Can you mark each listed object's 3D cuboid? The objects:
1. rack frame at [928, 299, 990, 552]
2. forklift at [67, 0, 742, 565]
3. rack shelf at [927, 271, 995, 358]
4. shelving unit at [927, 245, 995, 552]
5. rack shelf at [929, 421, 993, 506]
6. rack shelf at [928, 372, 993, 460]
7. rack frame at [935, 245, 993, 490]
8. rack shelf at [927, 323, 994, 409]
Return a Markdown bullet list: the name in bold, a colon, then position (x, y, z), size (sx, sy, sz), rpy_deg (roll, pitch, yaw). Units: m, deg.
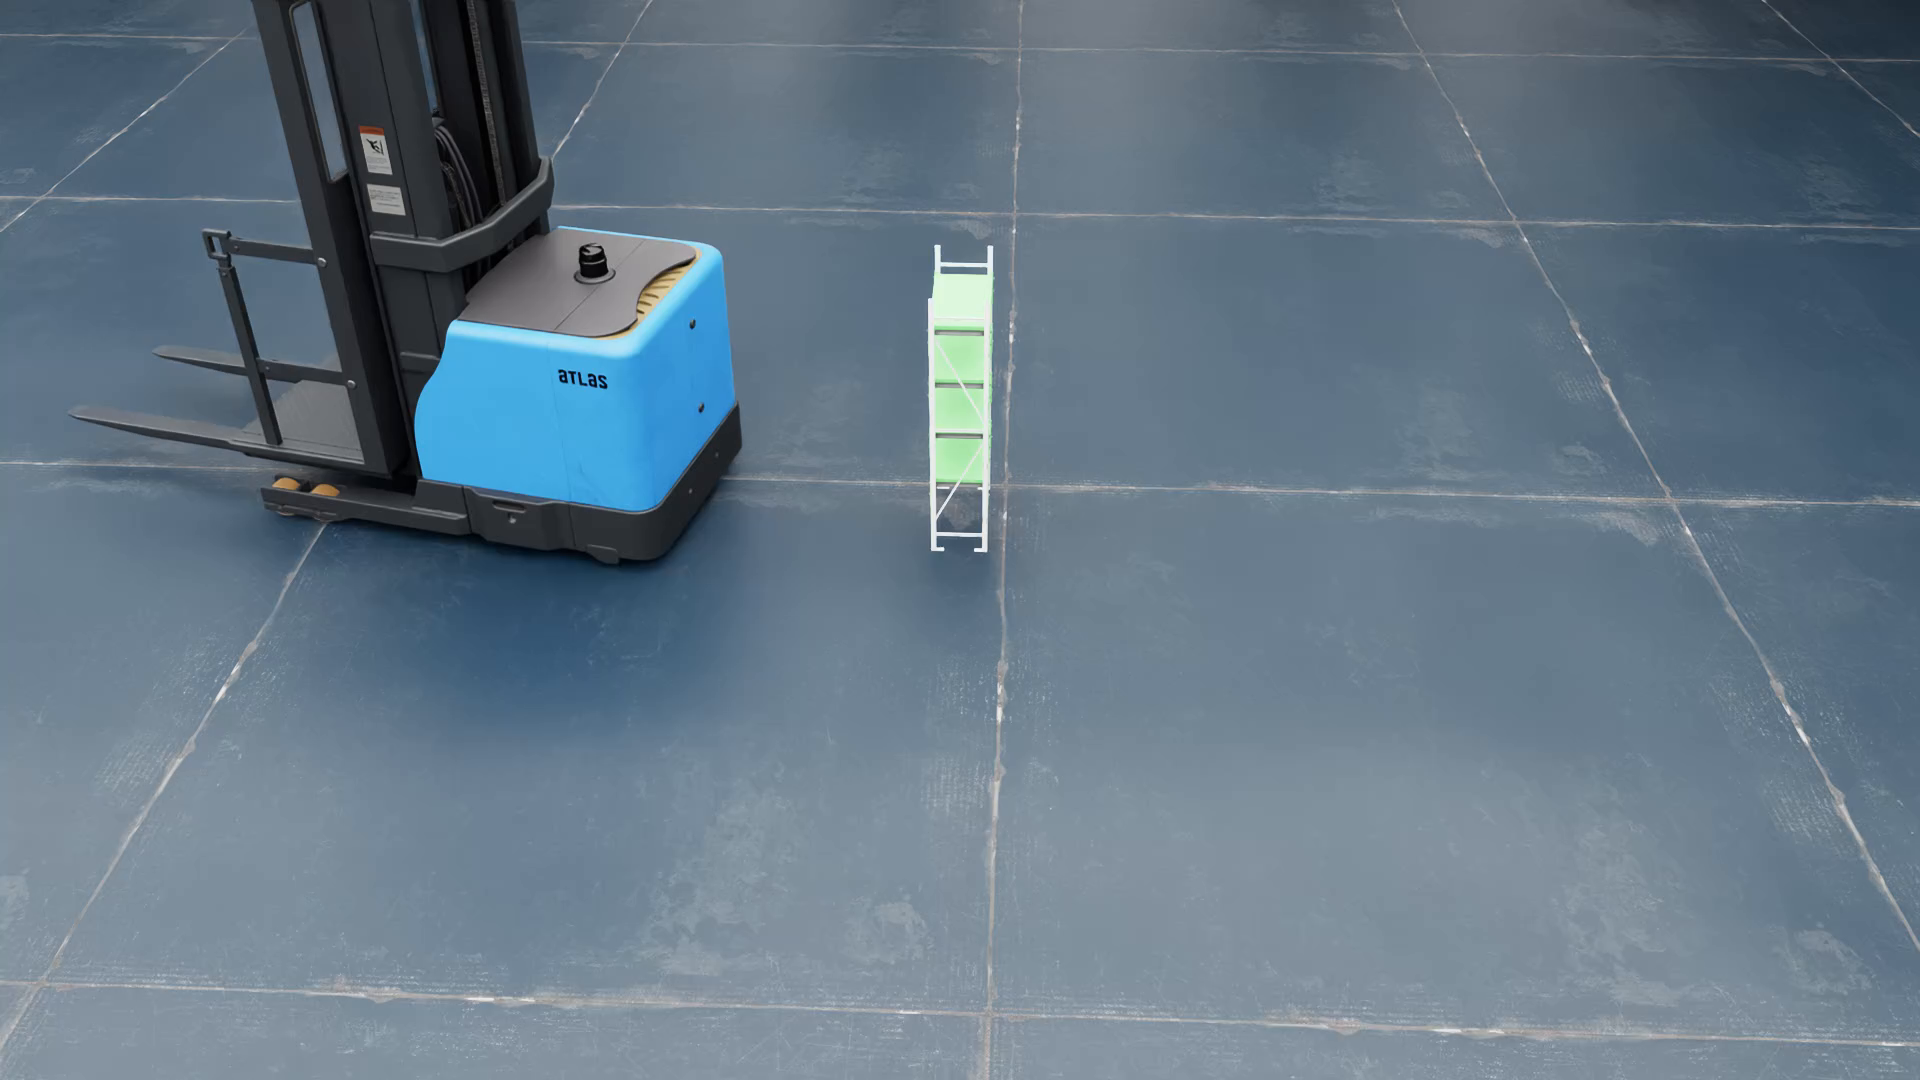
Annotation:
- **rack frame**: position (-0.003, -0.446, 6.841), size (0.240, 1.200, 0.015), rpy_deg (1, 35, 2)
- **forklift**: position (-2.589, -1.559, 6.919), size (3.031, 2.935, 1.130), rpy_deg (9, 36, 12)
- **rack shelf**: position (0.007, -0.926, 6.801), size (0.258, 0.148, 0.480), rpy_deg (1, 35, 2)
- **shelving unit**: position (0.007, -0.586, 7.040), size (0.258, 1.200, 0.503), rpy_deg (1, 35, 2)
- **rack shelf**: position (0.007, -0.337, 7.215), size (0.258, 0.148, 0.480), rpy_deg (1, 35, 2)
- **rack shelf**: position (0.007, -0.534, 7.077), size (0.258, 0.148, 0.480), rpy_deg (1, 35, 2)
- **rack frame**: position (0.016, -0.726, 7.240), size (0.240, 1.200, 0.015), rpy_deg (1, 35, 2)
- **rack shelf**: position (0.007, -0.730, 6.939), size (0.258, 0.148, 0.480), rpy_deg (1, 35, 2)
